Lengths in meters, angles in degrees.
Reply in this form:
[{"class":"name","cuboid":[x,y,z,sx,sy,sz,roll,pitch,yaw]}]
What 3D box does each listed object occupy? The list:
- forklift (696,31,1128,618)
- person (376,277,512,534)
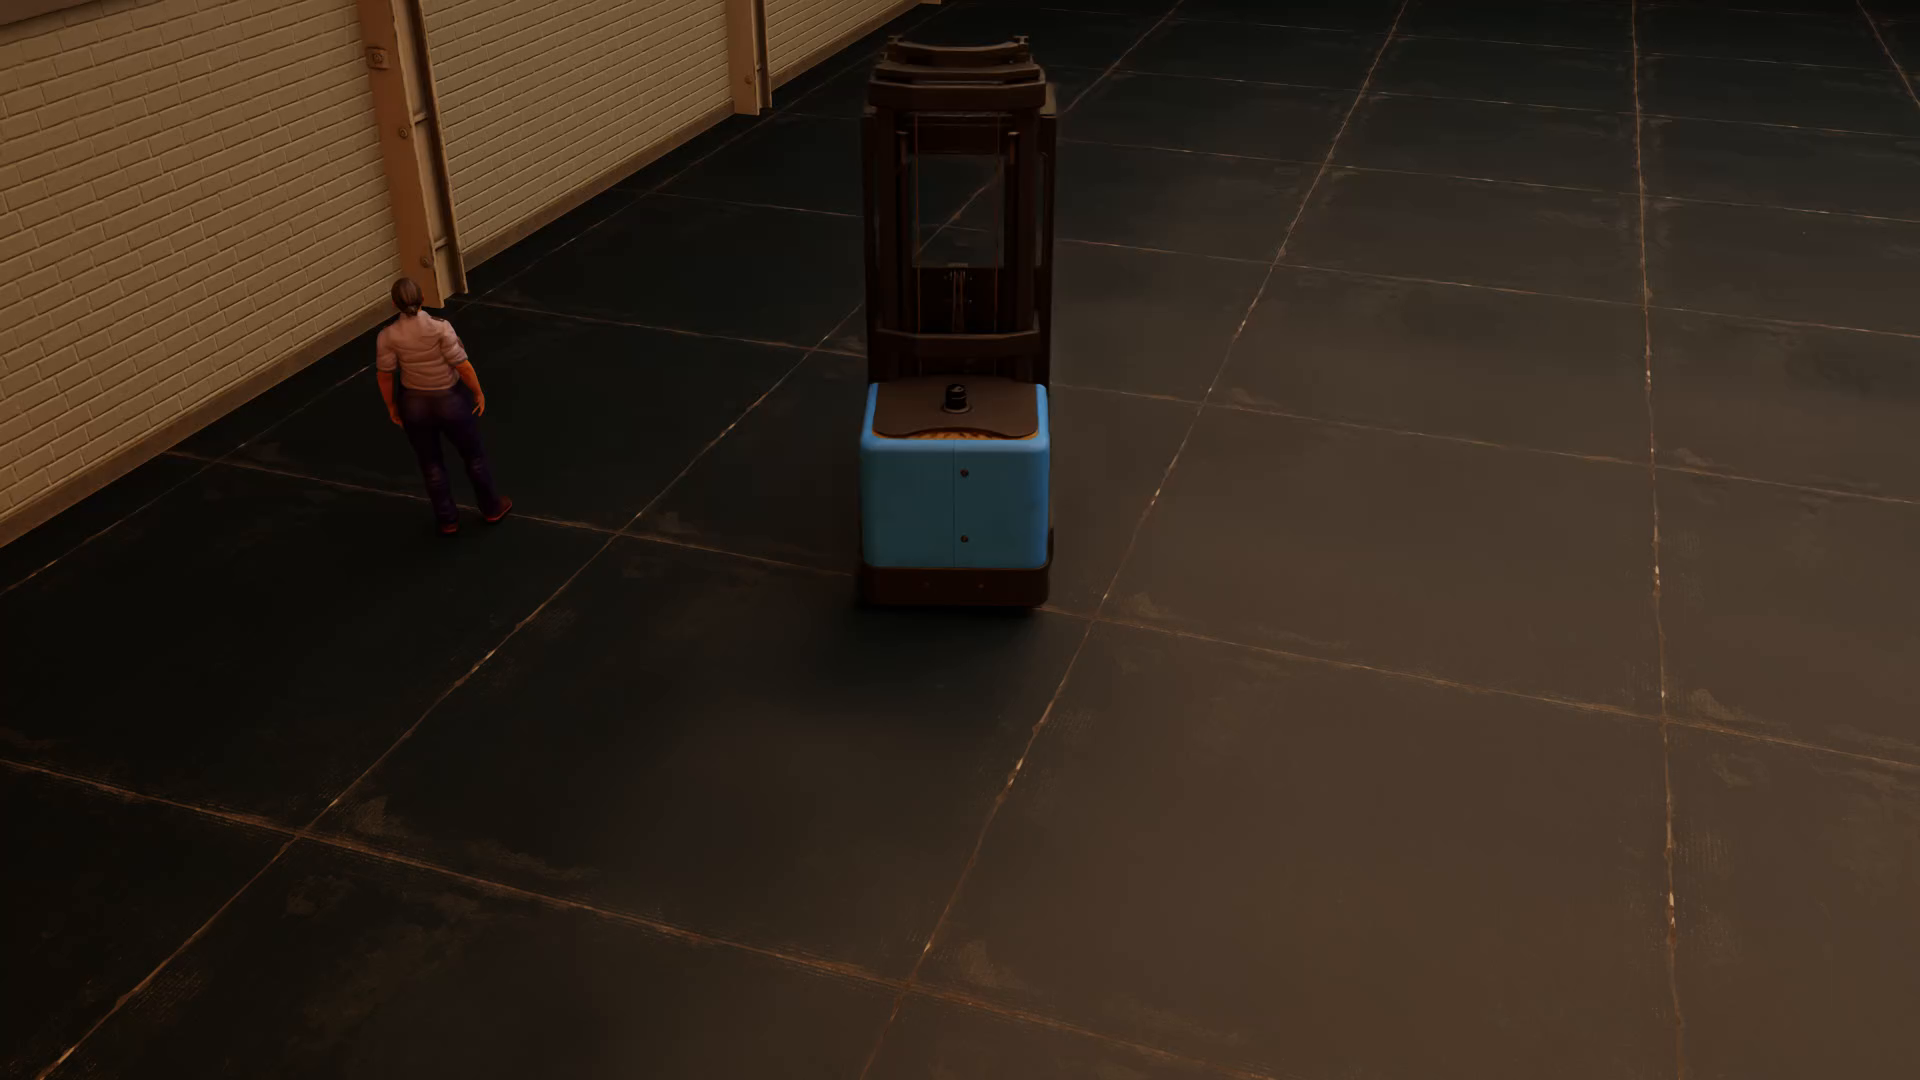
[{"class":"forklift","cuboid":[-0.446,-1.466,9.709,3.031,2.935,1.130,26,39,38]},{"class":"person","cuboid":[-3.086,-0.823,9.862,0.596,1.651,0.503,-4,30,-7]}]
